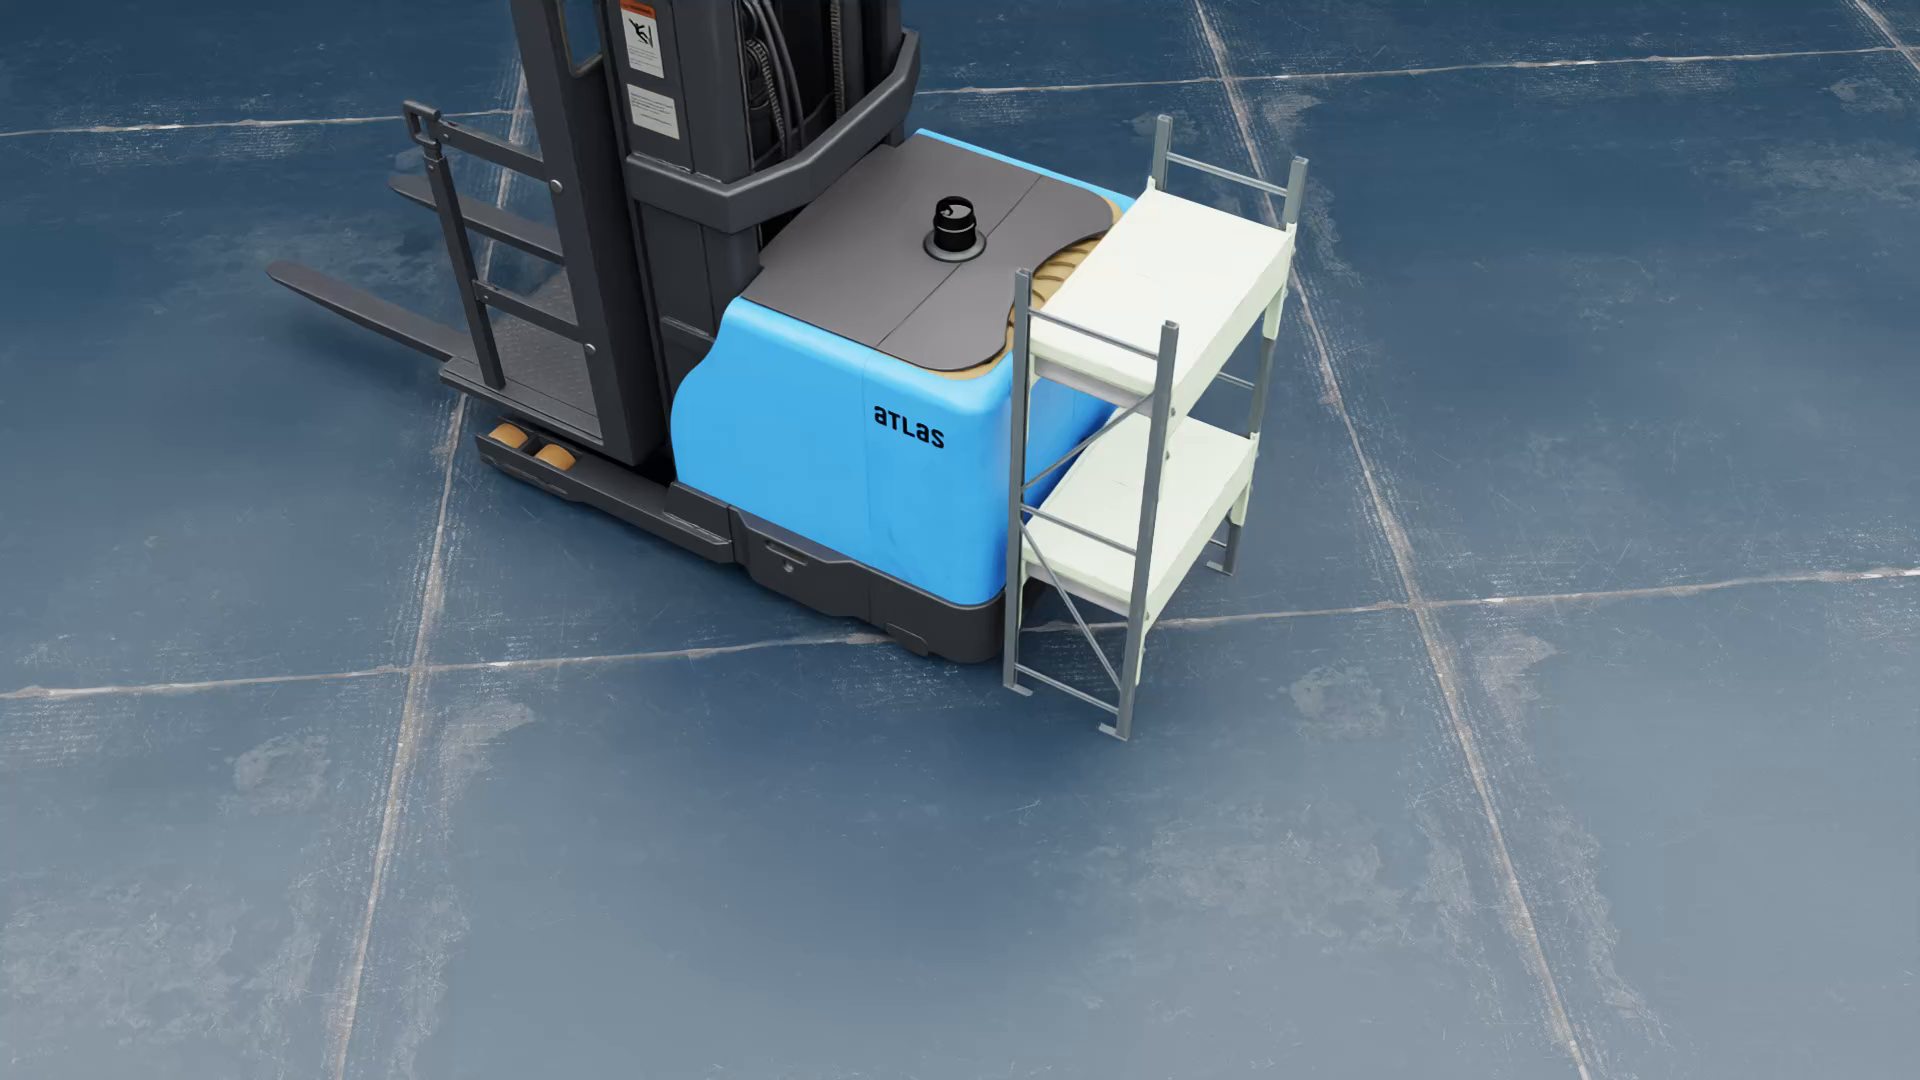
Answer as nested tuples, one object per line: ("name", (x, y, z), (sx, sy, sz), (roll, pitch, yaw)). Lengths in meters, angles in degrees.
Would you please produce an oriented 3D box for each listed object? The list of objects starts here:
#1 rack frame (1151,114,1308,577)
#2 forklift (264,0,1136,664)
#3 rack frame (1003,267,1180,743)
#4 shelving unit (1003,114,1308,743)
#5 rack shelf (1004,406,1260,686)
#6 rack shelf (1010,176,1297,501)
("rack frame", (0.674, -0.481, 4.672), (0.400, 1.500, 0.023), (23, 51, 20))
("forklift", (-0.976, -1.458, 4.612), (3.031, 2.935, 1.130), (23, 51, 20))
("rack frame", (0.303, -0.023, 4.238), (0.400, 1.500, 0.023), (23, 51, 20))
("shelving unit", (0.489, -0.252, 4.455), (0.431, 1.500, 0.755), (23, 51, 20))
("rack shelf", (0.489, -0.027, 4.692), (0.431, 0.370, 0.720), (23, 51, 20))
("rack shelf", (0.489, -0.520, 4.172), (0.431, 0.370, 0.720), (23, 51, 20))
